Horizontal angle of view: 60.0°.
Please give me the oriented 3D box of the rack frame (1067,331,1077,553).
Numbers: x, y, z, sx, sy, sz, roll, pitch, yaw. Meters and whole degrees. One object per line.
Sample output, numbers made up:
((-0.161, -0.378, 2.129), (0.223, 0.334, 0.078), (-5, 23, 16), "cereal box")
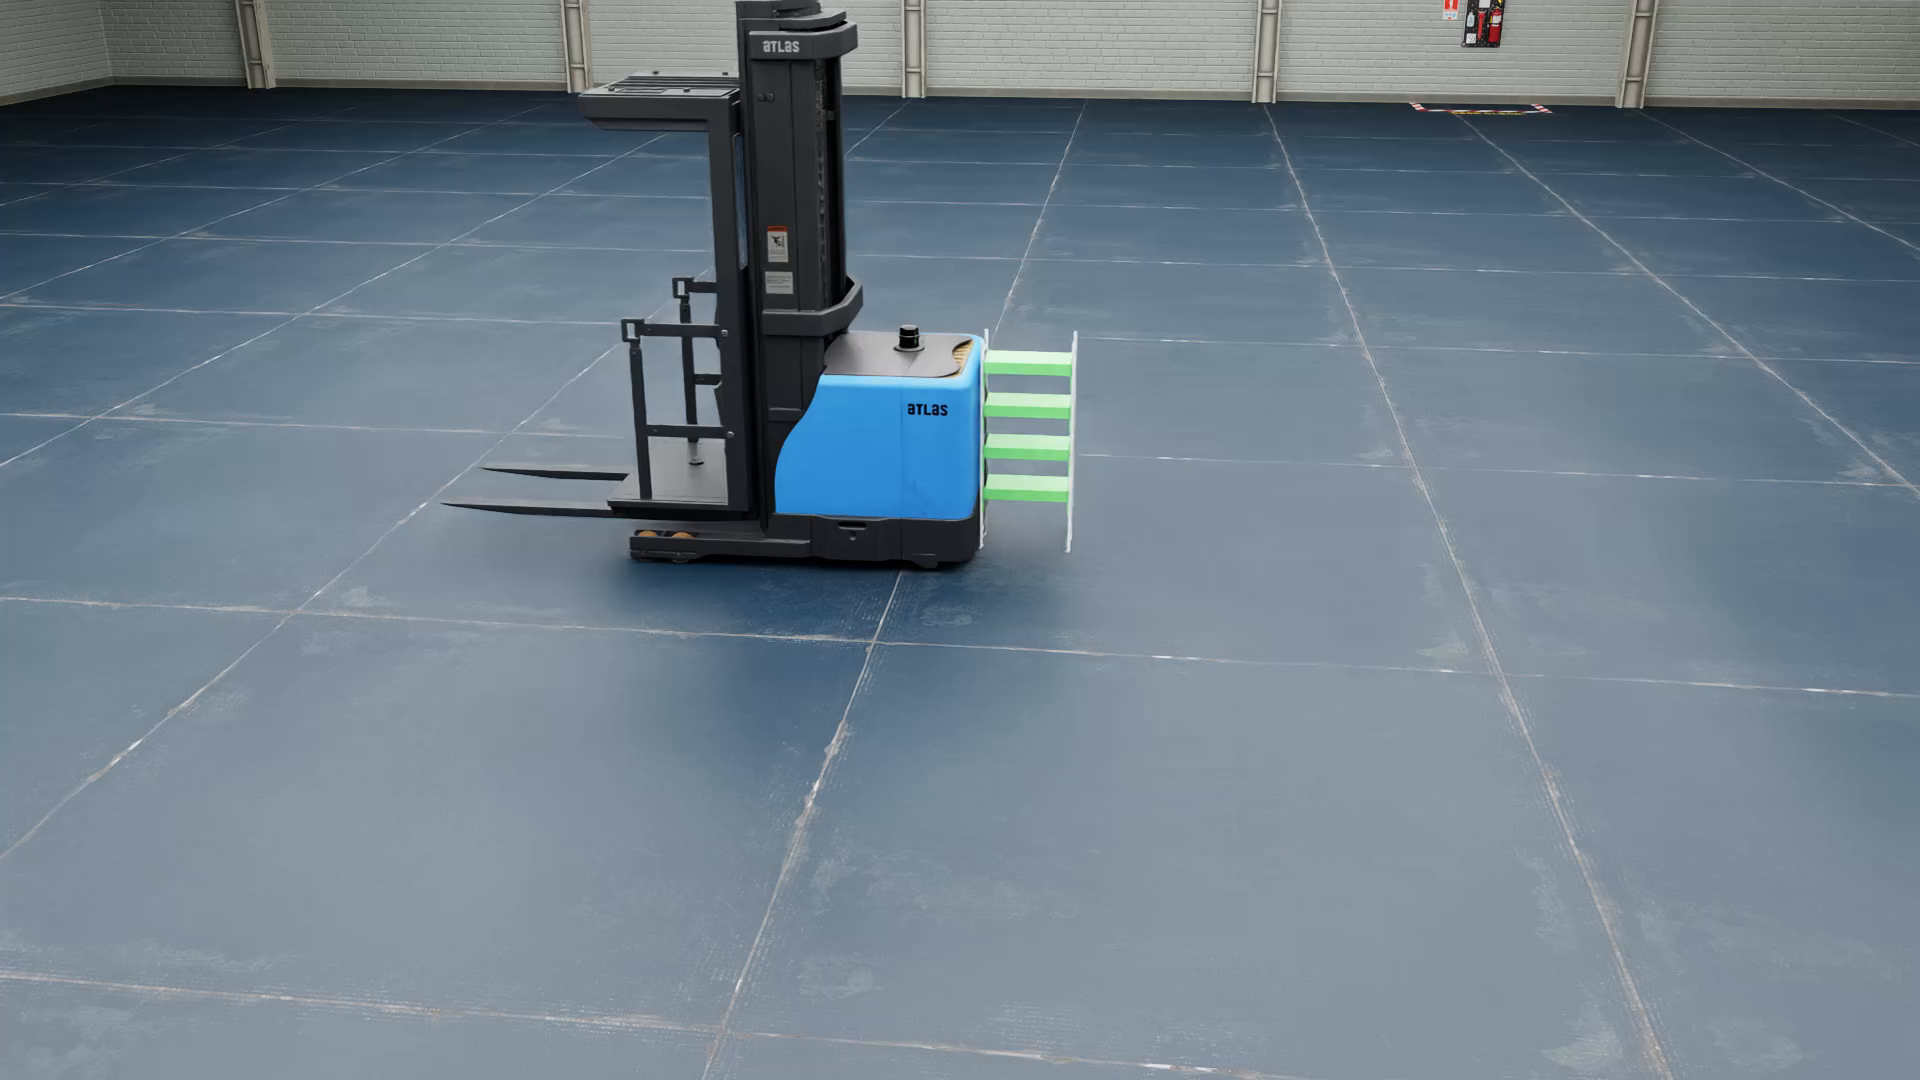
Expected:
((0.617, -0.532, 9.154), (0.015, 1.200, 0.240), (2, 22, 6), "rack frame")

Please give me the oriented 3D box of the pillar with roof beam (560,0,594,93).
((-7.257, -10.601, 24.013), (0.400, 9.000, 9.100), (2, 22, 6), "pillar with roof beam")

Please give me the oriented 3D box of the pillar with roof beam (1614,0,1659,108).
((10.618, -9.822, 22.044), (0.400, 9.000, 9.100), (2, 22, 6), "pillar with roof beam")

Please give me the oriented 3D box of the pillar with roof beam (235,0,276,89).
((-13.215, -10.860, 24.670), (0.400, 9.000, 9.100), (2, 22, 6), "pillar with roof beam")

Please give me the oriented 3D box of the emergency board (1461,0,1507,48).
((8.675, -8.724, 27.428), (0.643, 1.169, 0.194), (2, 22, 6), "emergency board")

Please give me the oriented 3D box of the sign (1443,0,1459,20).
((8.138, -8.803, 27.577), (0.234, 0.329, 0.001), (2, 22, 6), "sign")

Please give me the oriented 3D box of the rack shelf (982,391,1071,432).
((0.374, -0.706, 9.115), (0.480, 0.148, 0.258), (2, 22, 6), "rack shelf")

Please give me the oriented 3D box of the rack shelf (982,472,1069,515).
((0.374, -0.260, 9.291), (0.480, 0.148, 0.258), (2, 22, 6), "rack shelf")

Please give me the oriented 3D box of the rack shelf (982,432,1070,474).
((0.374, -0.483, 9.203), (0.480, 0.148, 0.258), (2, 22, 6), "rack shelf")

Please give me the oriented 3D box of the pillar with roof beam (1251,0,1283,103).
((4.660, -10.081, 22.700), (0.400, 9.000, 9.100), (2, 22, 6), "pillar with roof beam")

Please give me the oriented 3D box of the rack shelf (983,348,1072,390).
((0.374, -0.929, 9.026), (0.480, 0.148, 0.258), (2, 22, 6), "rack shelf")

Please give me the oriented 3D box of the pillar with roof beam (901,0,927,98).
((-1.299, -10.341, 23.357), (0.400, 9.000, 9.100), (2, 22, 6), "pillar with roof beam")

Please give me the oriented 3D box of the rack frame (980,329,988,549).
((0.132, -0.552, 9.204), (0.015, 1.200, 0.240), (2, 22, 6), "rack frame")

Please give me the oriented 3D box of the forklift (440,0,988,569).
((-1.387, -1.425, 9.058), (3.031, 2.935, 1.130), (2, 22, 6), "forklift")

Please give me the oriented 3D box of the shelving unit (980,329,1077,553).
((0.374, -0.542, 9.179), (0.503, 1.200, 0.258), (2, 22, 6), "shelving unit")

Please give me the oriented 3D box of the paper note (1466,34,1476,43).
((8.508, -8.348, 27.673), (0.142, 0.148, 0.016), (2, 22, 6), "paper note")
